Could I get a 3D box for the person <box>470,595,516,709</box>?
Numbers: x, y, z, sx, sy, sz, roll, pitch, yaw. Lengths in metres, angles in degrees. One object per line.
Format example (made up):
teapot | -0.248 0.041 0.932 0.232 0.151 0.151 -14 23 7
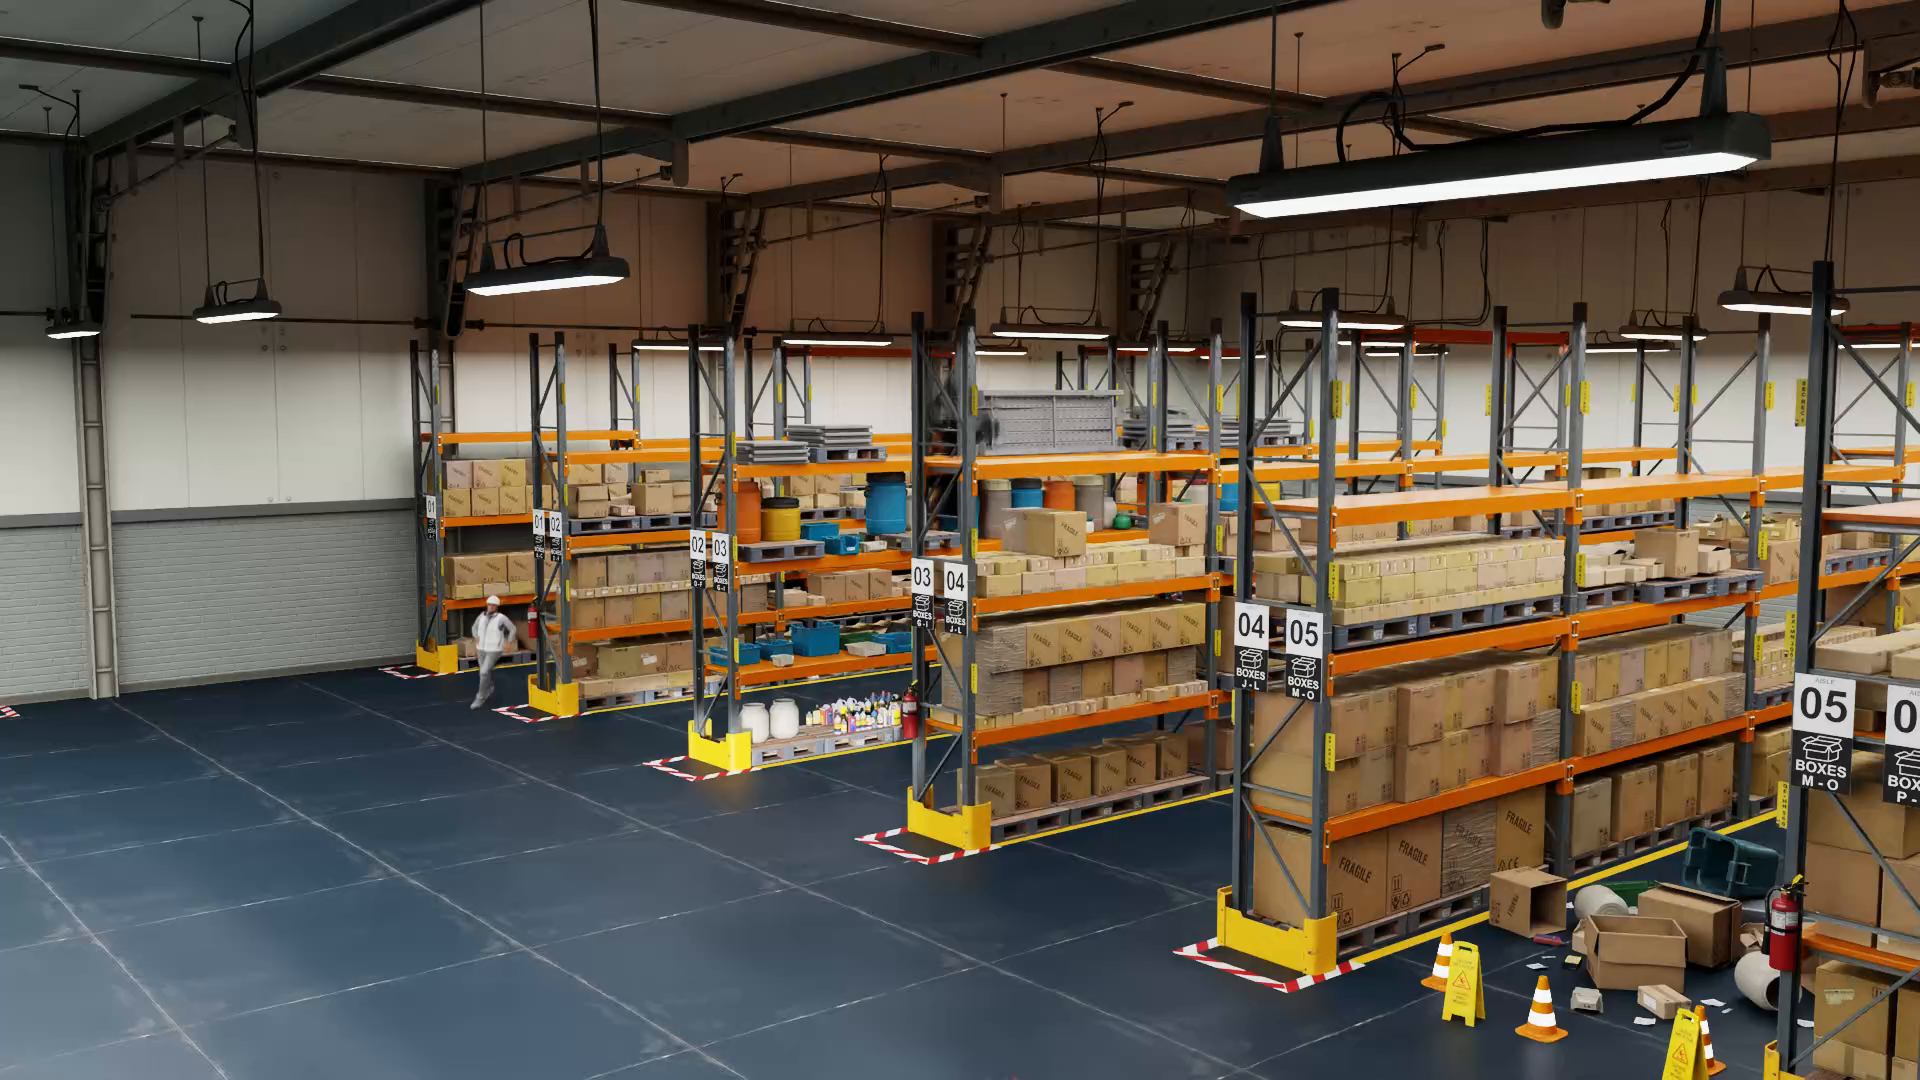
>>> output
person | -7.601 1.792 26.945 0.712 1.800 0.800 2 6 17
